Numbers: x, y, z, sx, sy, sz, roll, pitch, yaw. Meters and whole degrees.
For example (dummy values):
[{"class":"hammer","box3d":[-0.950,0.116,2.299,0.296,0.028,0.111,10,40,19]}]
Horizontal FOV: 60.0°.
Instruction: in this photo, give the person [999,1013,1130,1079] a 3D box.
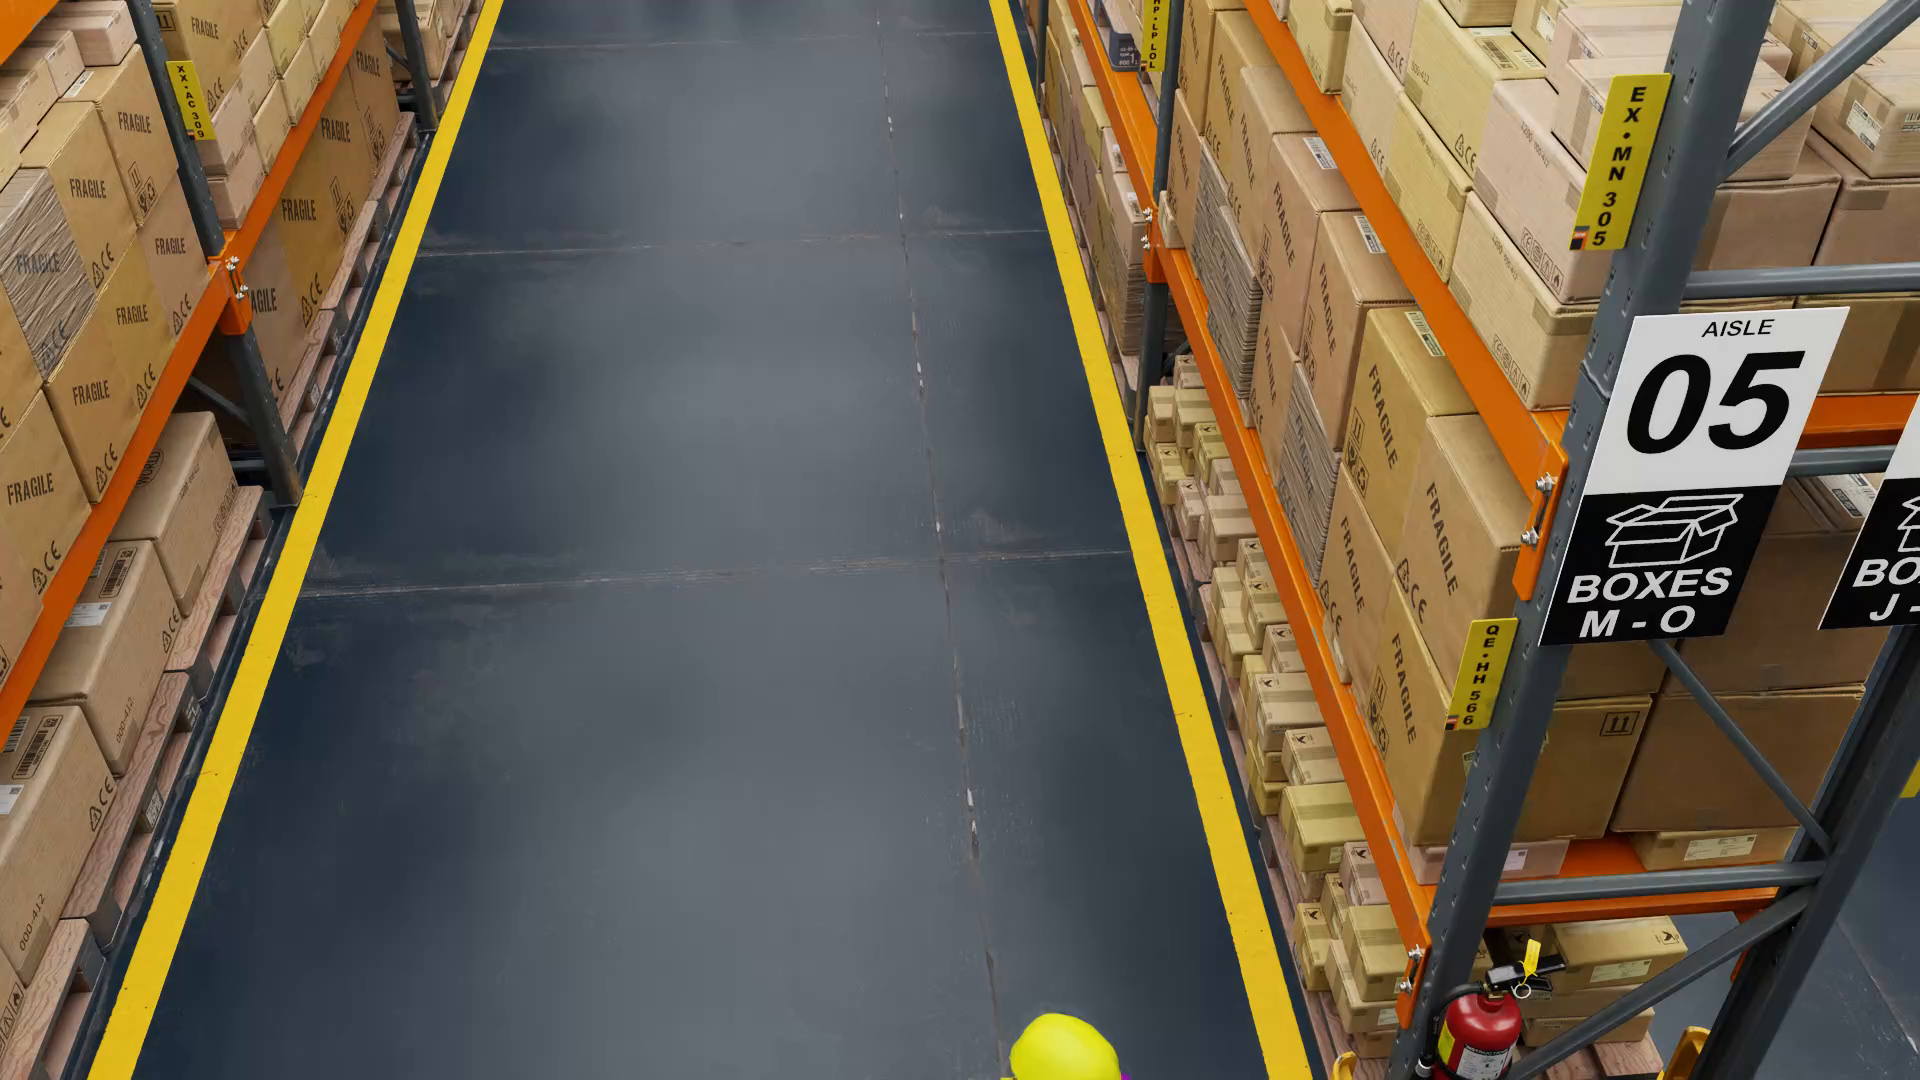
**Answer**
[{"class":"person","box3d":[0.157,1.765,3.926,0.673,1.762,0.474,-7,39,-9]}]
